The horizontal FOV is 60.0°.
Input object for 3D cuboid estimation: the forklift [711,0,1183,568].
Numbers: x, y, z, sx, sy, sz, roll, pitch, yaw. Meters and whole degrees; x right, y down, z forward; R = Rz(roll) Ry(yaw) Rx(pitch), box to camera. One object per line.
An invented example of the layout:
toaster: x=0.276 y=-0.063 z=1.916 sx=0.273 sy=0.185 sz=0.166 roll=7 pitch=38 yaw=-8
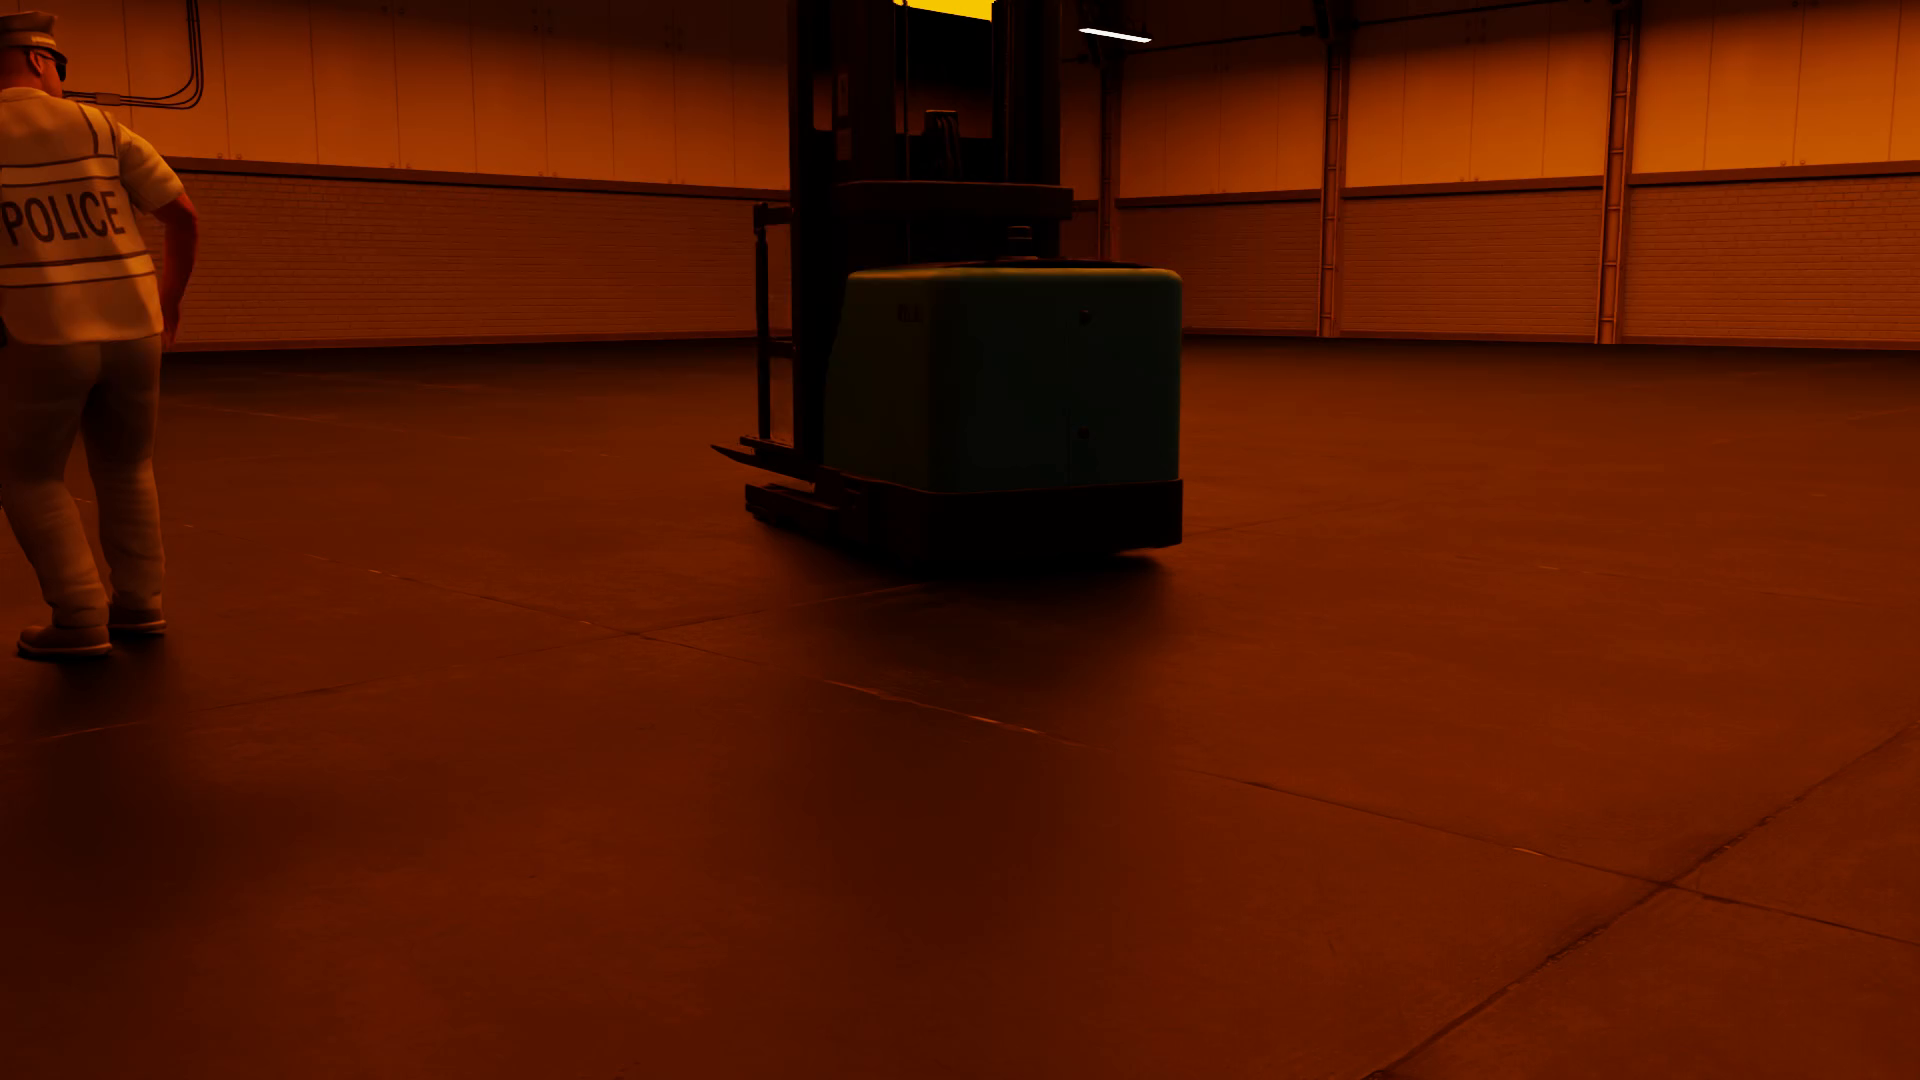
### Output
forklift: x=-0.286 y=-1.531 z=7.038 sx=1.130 sy=2.935 sz=3.031 roll=-4 pitch=10 yaw=-26

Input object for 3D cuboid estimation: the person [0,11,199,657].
person: x=-2.515 y=-0.554 z=4.584 sx=0.531 sy=1.735 sz=0.737 roll=7 pitch=11 yaw=39
